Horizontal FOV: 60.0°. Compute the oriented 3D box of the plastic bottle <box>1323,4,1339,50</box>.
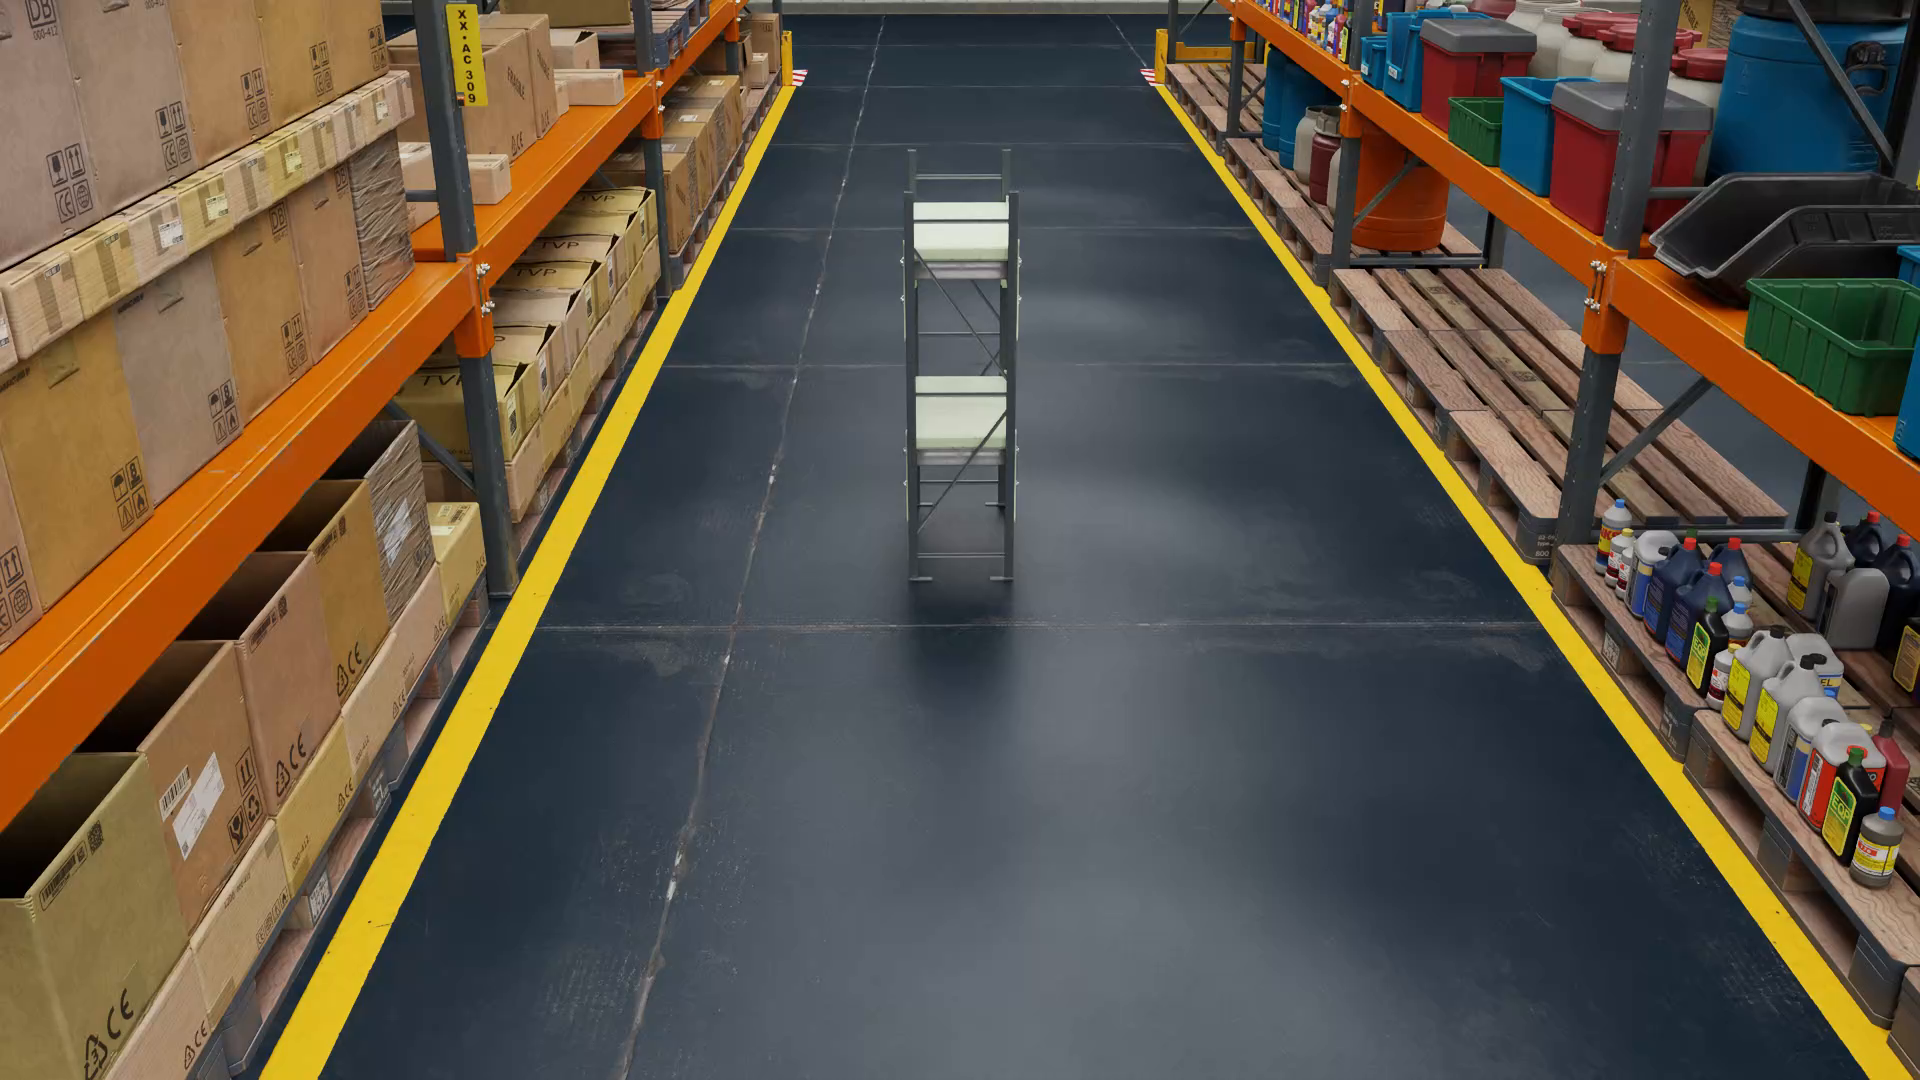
[{"bbox_3d":[2.303,-3.169,10.273,0.097,0.271,0.097,0,24,0],"label":"plastic bottle"}]

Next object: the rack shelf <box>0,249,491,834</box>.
[{"bbox_3d":[-2.166,-0.019,4.025,1.077,0.370,4.000,0,24,-1],"label":"rack shelf"}]

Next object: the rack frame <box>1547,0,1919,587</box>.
[{"bbox_3d":[2.765,-1.191,5.744,1.000,3.000,0.127,0,24,-1],"label":"rack frame"}]

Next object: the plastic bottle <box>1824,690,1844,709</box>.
[{"bbox_3d":[2.488,0.529,4.803,0.097,0.201,0.097,0,24,0],"label":"plastic bottle"}]

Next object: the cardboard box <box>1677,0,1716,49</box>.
[{"bbox_3d":[7.674,-5.118,16.496,0.875,0.875,0.875,0,24,-1],"label":"cardboard box"}]

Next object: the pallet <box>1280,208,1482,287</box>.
[{"bbox_3d":[2.671,-1.894,10.681,1.003,0.211,1.213,0,24,-1],"label":"pallet"}]

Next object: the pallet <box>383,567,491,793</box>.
[{"bbox_3d":[-2.221,0.428,5.548,1.003,0.211,1.213,0,24,-1],"label":"pallet"}]

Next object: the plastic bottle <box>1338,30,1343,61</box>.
[{"bbox_3d":[2.307,-2.962,9.899,0.097,0.201,0.097,0,24,0],"label":"plastic bottle"}]

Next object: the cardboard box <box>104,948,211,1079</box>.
[{"bbox_3d":[-1.937,1.111,3.481,0.500,0.250,0.500,0,24,-1],"label":"cardboard box"}]

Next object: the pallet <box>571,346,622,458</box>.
[{"bbox_3d":[-2.251,-0.708,8.058,1.003,0.211,1.213,0,24,-1],"label":"pallet"}]

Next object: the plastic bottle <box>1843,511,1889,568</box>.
[{"bbox_3d":[3.060,0.079,5.616,0.144,0.351,0.185,-1,24,-2],"label":"plastic bottle"}]

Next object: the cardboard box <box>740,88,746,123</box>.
[{"bbox_3d":[-2.064,-3.617,13.835,0.500,0.311,0.500,0,24,-1],"label":"cardboard box"}]

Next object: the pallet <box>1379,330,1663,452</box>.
[{"bbox_3d":[2.701,-0.748,8.148,1.003,0.211,1.213,0,24,-1],"label":"pallet"}]

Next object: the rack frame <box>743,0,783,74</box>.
[{"bbox_3d":[-2.319,-6.116,16.632,1.000,3.000,0.127,0,24,-1],"label":"rack frame"}]

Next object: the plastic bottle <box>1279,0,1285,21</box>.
[{"bbox_3d":[2.314,-3.762,11.578,0.152,0.276,0.135,0,24,-1],"label":"plastic bottle"}]

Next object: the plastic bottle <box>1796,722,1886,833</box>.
[{"bbox_3d":[2.375,0.639,4.469,0.152,0.276,0.135,0,24,0],"label":"plastic bottle"}]

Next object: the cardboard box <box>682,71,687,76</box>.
[{"bbox_3d":[-2.565,-3.762,13.928,0.500,0.500,0.500,0,24,-1],"label":"cardboard box"}]

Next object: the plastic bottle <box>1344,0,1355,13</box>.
[{"bbox_3d":[2.873,-4.011,12.039,0.144,0.351,0.185,0,24,-1],"label":"plastic bottle"}]

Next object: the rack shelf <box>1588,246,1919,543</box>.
[{"bbox_3d":[2.787,-0.040,4.070,1.077,0.370,4.000,0,24,-1],"label":"rack shelf"}]

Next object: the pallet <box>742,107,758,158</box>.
[{"bbox_3d":[-2.282,-3.480,14.188,1.003,0.211,1.213,0,24,-1],"label":"pallet"}]

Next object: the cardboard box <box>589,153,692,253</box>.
[{"bbox_3d":[-1.951,-2.069,10.185,0.500,0.500,0.500,1,24,2],"label":"cardboard box"}]

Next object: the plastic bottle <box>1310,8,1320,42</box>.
[{"bbox_3d":[2.298,-3.297,10.642,0.097,0.201,0.097,0,24,0],"label":"plastic bottle"}]

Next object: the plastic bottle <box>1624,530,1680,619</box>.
[{"bbox_3d":[2.361,0.115,5.626,0.152,0.276,0.135,1,24,1],"label":"plastic bottle"}]

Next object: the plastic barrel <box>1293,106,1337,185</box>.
[{"bbox_3d":[2.591,-2.797,11.803,0.421,0.512,0.421,0,24,0],"label":"plastic barrel"}]

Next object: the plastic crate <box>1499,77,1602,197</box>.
[{"bbox_3d":[2.442,-1.637,6.750,0.392,0.384,0.575,0,24,-1],"label":"plastic crate"}]

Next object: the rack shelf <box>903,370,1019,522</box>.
[{"bbox_3d":[0.000,-0.384,6.569,0.431,0.370,0.720,0,24,-1],"label":"rack shelf"}]

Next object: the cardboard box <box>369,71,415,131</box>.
[{"bbox_3d":[-1.971,-1.401,5.299,0.380,0.149,0.250,0,24,-1],"label":"cardboard box"}]

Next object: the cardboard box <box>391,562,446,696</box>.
[{"bbox_3d":[-1.969,0.287,5.303,0.500,0.250,0.500,0,24,-1],"label":"cardboard box"}]

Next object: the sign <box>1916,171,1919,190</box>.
[{"bbox_3d":[3.315,-1.316,5.683,0.100,0.325,0.005,0,24,-1],"label":"sign"}]

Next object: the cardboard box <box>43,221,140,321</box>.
[{"bbox_3d":[-1.950,-0.557,3.433,0.380,0.149,0.250,-1,24,-1],"label":"cardboard box"}]

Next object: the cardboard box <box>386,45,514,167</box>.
[{"bbox_3d":[-2.186,-1.750,6.858,0.500,0.500,0.500,1,24,3],"label":"cardboard box"}]

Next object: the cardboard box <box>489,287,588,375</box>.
[{"bbox_3d":[-1.951,-0.956,7.370,0.500,0.311,0.500,-1,24,-2],"label":"cardboard box"}]

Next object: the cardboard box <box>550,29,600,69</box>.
[{"bbox_3d":[-2.272,-2.628,9.030,0.500,0.311,0.500,1,24,3],"label":"cardboard box"}]

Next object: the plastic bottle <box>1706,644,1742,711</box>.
[{"bbox_3d":[2.341,0.412,5.061,0.097,0.201,0.097,0,24,0],"label":"plastic bottle"}]

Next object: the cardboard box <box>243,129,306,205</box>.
[{"bbox_3d":[-1.962,-0.981,4.372,0.380,0.149,0.250,0,24,-1],"label":"cardboard box"}]

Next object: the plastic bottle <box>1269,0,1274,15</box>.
[{"bbox_3d":[2.265,-3.916,11.910,0.061,0.283,0.133,0,24,-1],"label":"plastic bottle"}]

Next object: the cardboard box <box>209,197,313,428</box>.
[{"bbox_3d":[-2.163,-0.609,4.336,0.700,0.500,0.500,0,24,0],"label":"cardboard box"}]

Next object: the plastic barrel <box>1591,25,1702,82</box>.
[{"bbox_3d":[2.966,-1.951,7.259,0.433,0.535,0.433,0,24,0],"label":"plastic barrel"}]

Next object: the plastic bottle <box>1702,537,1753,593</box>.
[{"bbox_3d":[2.503,0.149,5.462,0.144,0.351,0.185,0,24,-1],"label":"plastic bottle"}]

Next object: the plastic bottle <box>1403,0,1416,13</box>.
[{"bbox_3d":[3.025,-3.534,11.075,0.152,0.276,0.135,0,24,-1],"label":"plastic bottle"}]

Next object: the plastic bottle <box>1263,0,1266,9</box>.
[{"bbox_3d":[2.280,-4.038,12.195,0.097,0.271,0.097,0,24,0],"label":"plastic bottle"}]

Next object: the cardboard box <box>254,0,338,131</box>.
[{"bbox_3d":[-2.170,-1.416,4.546,0.700,0.500,0.500,0,24,-1],"label":"cardboard box"}]

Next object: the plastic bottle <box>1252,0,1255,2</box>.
[{"bbox_3d":[2.257,-4.227,12.597,0.061,0.283,0.133,0,24,-1],"label":"plastic bottle"}]

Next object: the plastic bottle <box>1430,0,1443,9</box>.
[{"bbox_3d":[3.057,-3.349,10.672,0.097,0.271,0.097,0,24,0],"label":"plastic bottle"}]

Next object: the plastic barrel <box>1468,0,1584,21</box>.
[{"bbox_3d":[3.029,-2.712,8.941,0.600,0.536,0.708,0,24,-1],"label":"plastic barrel"}]

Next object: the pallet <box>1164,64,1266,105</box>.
[{"bbox_3d":[2.604,-4.526,16.500,1.003,0.211,1.213,0,24,-1],"label":"pallet"}]

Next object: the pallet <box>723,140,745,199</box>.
[{"bbox_3d":[-2.229,-2.862,12.821,1.003,0.211,1.213,0,24,-1],"label":"pallet"}]

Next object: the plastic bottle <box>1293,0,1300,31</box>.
[{"bbox_3d":[2.274,-3.553,11.108,0.061,0.283,0.133,0,24,-1],"label":"plastic bottle"}]

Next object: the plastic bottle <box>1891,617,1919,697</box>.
[{"bbox_3d":[2.964,0.333,5.136,0.061,0.283,0.133,0,24,-1],"label":"plastic bottle"}]

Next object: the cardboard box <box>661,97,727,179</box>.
[{"bbox_3d":[-1.981,-2.916,12.058,0.500,0.500,0.500,0,24,0],"label":"cardboard box"}]

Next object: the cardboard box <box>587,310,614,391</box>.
[{"bbox_3d":[-1.962,-0.910,7.950,0.500,0.250,0.500,0,24,0],"label":"cardboard box"}]

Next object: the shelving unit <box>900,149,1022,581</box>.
[{"bbox_3d":[0.000,-0.681,6.435,0.431,1.500,0.755,0,24,-1],"label":"shelving unit"}]

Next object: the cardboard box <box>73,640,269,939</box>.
[{"bbox_3d":[-1.954,0.563,3.782,0.500,0.500,0.500,0,24,-1],"label":"cardboard box"}]

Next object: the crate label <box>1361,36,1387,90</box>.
[{"bbox_3d":[2.351,-2.588,9.036,0.303,0.233,0.416,0,24,-1],"label":"crate label"}]

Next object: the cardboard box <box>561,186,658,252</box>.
[{"bbox_3d":[-1.980,-1.798,9.233,0.500,0.311,0.500,0,24,1],"label":"cardboard box"}]

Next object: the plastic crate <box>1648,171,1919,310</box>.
[{"bbox_3d":[2.643,-0.947,5.279,0.767,0.338,0.504,0,24,-1],"label":"plastic crate"}]
